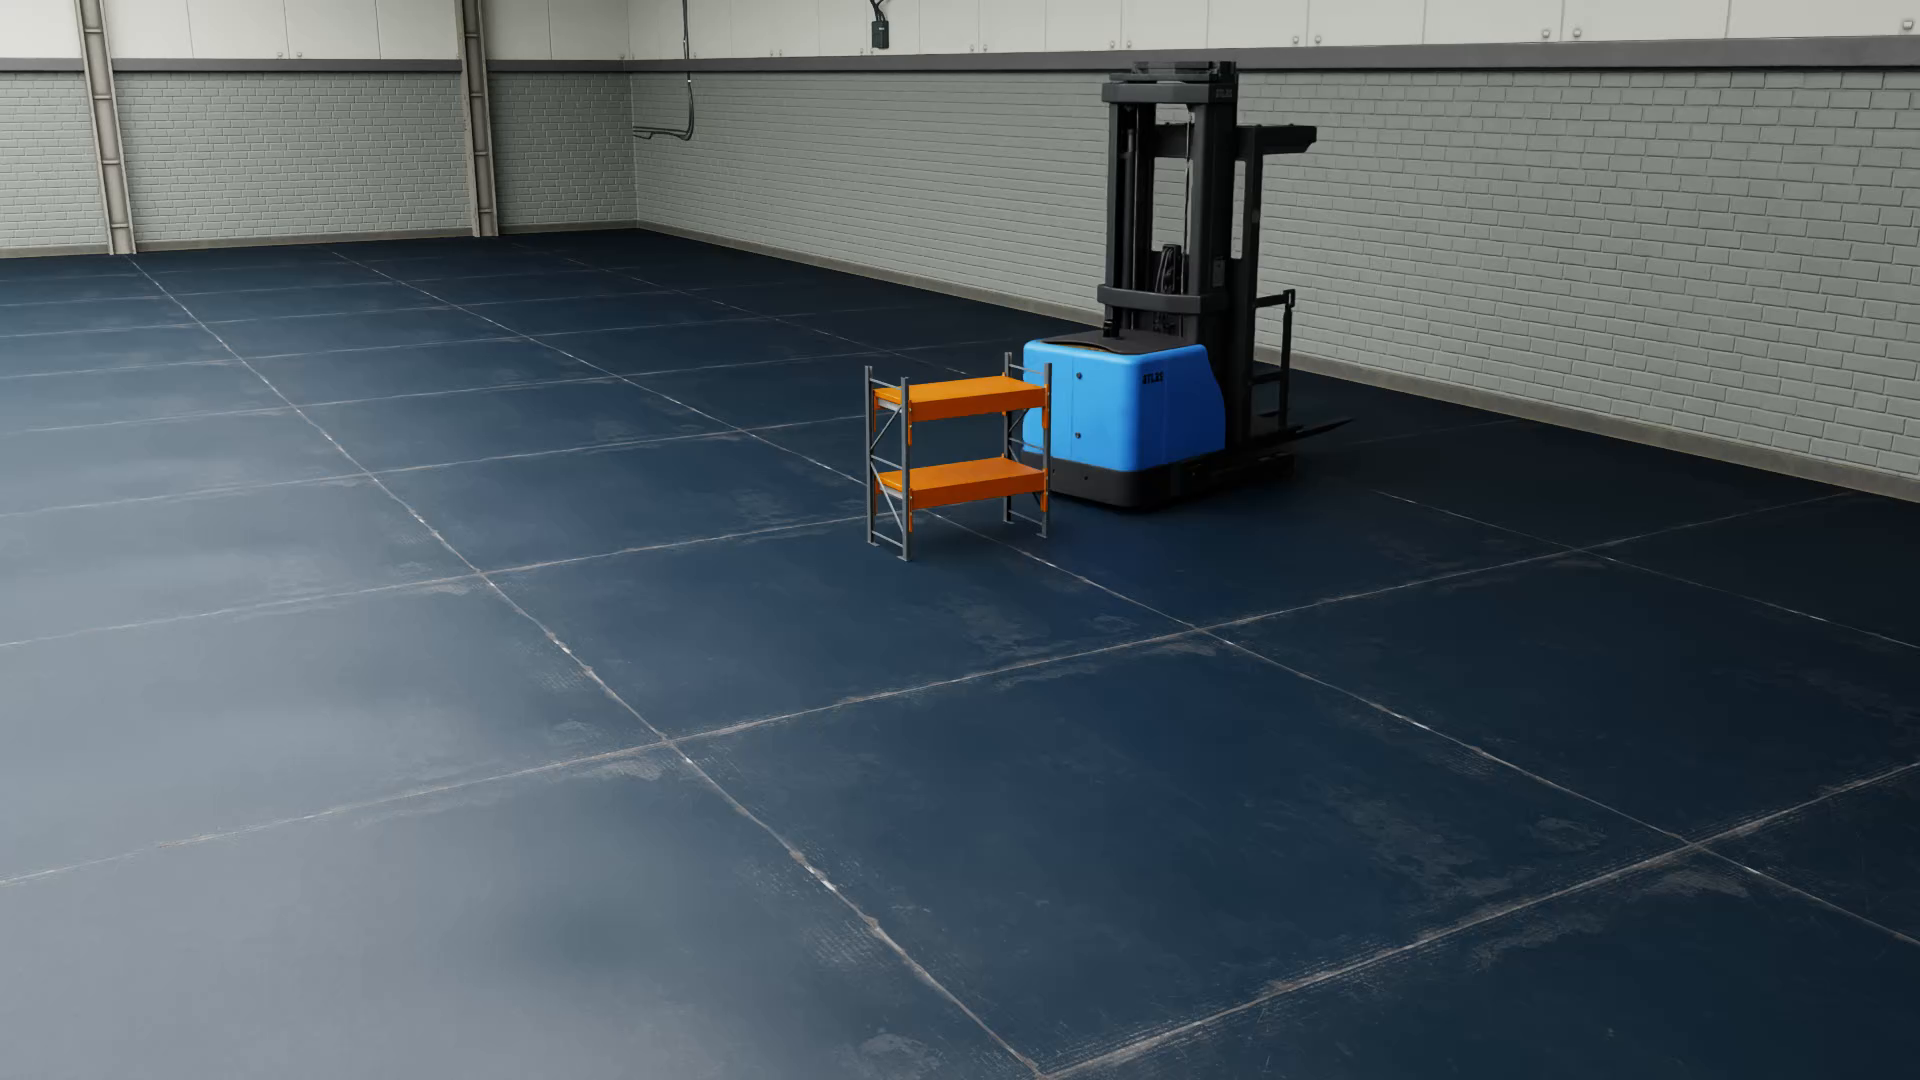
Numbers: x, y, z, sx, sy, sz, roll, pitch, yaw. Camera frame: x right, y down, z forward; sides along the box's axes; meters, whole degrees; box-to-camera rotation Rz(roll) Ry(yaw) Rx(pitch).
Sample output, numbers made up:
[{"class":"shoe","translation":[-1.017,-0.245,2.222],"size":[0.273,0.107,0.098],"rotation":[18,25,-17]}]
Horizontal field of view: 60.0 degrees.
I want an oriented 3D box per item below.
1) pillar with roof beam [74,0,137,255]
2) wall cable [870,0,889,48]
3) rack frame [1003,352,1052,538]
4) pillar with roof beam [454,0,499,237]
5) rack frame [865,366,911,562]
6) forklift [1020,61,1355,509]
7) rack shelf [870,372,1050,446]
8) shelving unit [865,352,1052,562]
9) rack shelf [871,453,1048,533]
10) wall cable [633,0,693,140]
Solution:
[{"class":"pillar with roof beam","translation":[-11.605,-8.070,22.679],"size":[0.400,9.000,9.100],"rotation":[-9,18,-30]},{"class":"wall cable","translation":[-0.597,-9.442,21.274],"size":[0.169,6.003,2.305],"rotation":[-9,18,-30]},{"class":"rack frame","translation":[0.430,-0.611,10.661],"size":[0.032,1.125,0.500],"rotation":[-9,18,-30]},{"class":"pillar with roof beam","translation":[-6.462,-8.904,25.654],"size":[0.400,9.000,9.100],"rotation":[-9,18,-30]},{"class":"rack frame","translation":[-0.442,-0.470,10.156],"size":[0.032,1.125,0.500],"rotation":[-9,18,-30]},{"class":"forklift","translation":[1.825,-1.938,12.047],"size":[3.031,2.935,1.130],"rotation":[-15,22,-43]},{"class":"rack shelf","translation":[-0.006,-0.823,10.329],"size":[1.000,0.278,0.538],"rotation":[-9,18,-30]},{"class":"shelving unit","translation":[-0.006,-0.541,10.408],"size":[1.048,1.125,0.538],"rotation":[-9,18,-30]},{"class":"rack shelf","translation":[-0.006,-0.305,10.474],"size":[1.000,0.278,0.538],"rotation":[-9,18,-30]},{"class":"wall cable","translation":[-5.473,-8.508,29.996],"size":[0.112,2.526,3.097],"rotation":[-9,18,-30]}]
